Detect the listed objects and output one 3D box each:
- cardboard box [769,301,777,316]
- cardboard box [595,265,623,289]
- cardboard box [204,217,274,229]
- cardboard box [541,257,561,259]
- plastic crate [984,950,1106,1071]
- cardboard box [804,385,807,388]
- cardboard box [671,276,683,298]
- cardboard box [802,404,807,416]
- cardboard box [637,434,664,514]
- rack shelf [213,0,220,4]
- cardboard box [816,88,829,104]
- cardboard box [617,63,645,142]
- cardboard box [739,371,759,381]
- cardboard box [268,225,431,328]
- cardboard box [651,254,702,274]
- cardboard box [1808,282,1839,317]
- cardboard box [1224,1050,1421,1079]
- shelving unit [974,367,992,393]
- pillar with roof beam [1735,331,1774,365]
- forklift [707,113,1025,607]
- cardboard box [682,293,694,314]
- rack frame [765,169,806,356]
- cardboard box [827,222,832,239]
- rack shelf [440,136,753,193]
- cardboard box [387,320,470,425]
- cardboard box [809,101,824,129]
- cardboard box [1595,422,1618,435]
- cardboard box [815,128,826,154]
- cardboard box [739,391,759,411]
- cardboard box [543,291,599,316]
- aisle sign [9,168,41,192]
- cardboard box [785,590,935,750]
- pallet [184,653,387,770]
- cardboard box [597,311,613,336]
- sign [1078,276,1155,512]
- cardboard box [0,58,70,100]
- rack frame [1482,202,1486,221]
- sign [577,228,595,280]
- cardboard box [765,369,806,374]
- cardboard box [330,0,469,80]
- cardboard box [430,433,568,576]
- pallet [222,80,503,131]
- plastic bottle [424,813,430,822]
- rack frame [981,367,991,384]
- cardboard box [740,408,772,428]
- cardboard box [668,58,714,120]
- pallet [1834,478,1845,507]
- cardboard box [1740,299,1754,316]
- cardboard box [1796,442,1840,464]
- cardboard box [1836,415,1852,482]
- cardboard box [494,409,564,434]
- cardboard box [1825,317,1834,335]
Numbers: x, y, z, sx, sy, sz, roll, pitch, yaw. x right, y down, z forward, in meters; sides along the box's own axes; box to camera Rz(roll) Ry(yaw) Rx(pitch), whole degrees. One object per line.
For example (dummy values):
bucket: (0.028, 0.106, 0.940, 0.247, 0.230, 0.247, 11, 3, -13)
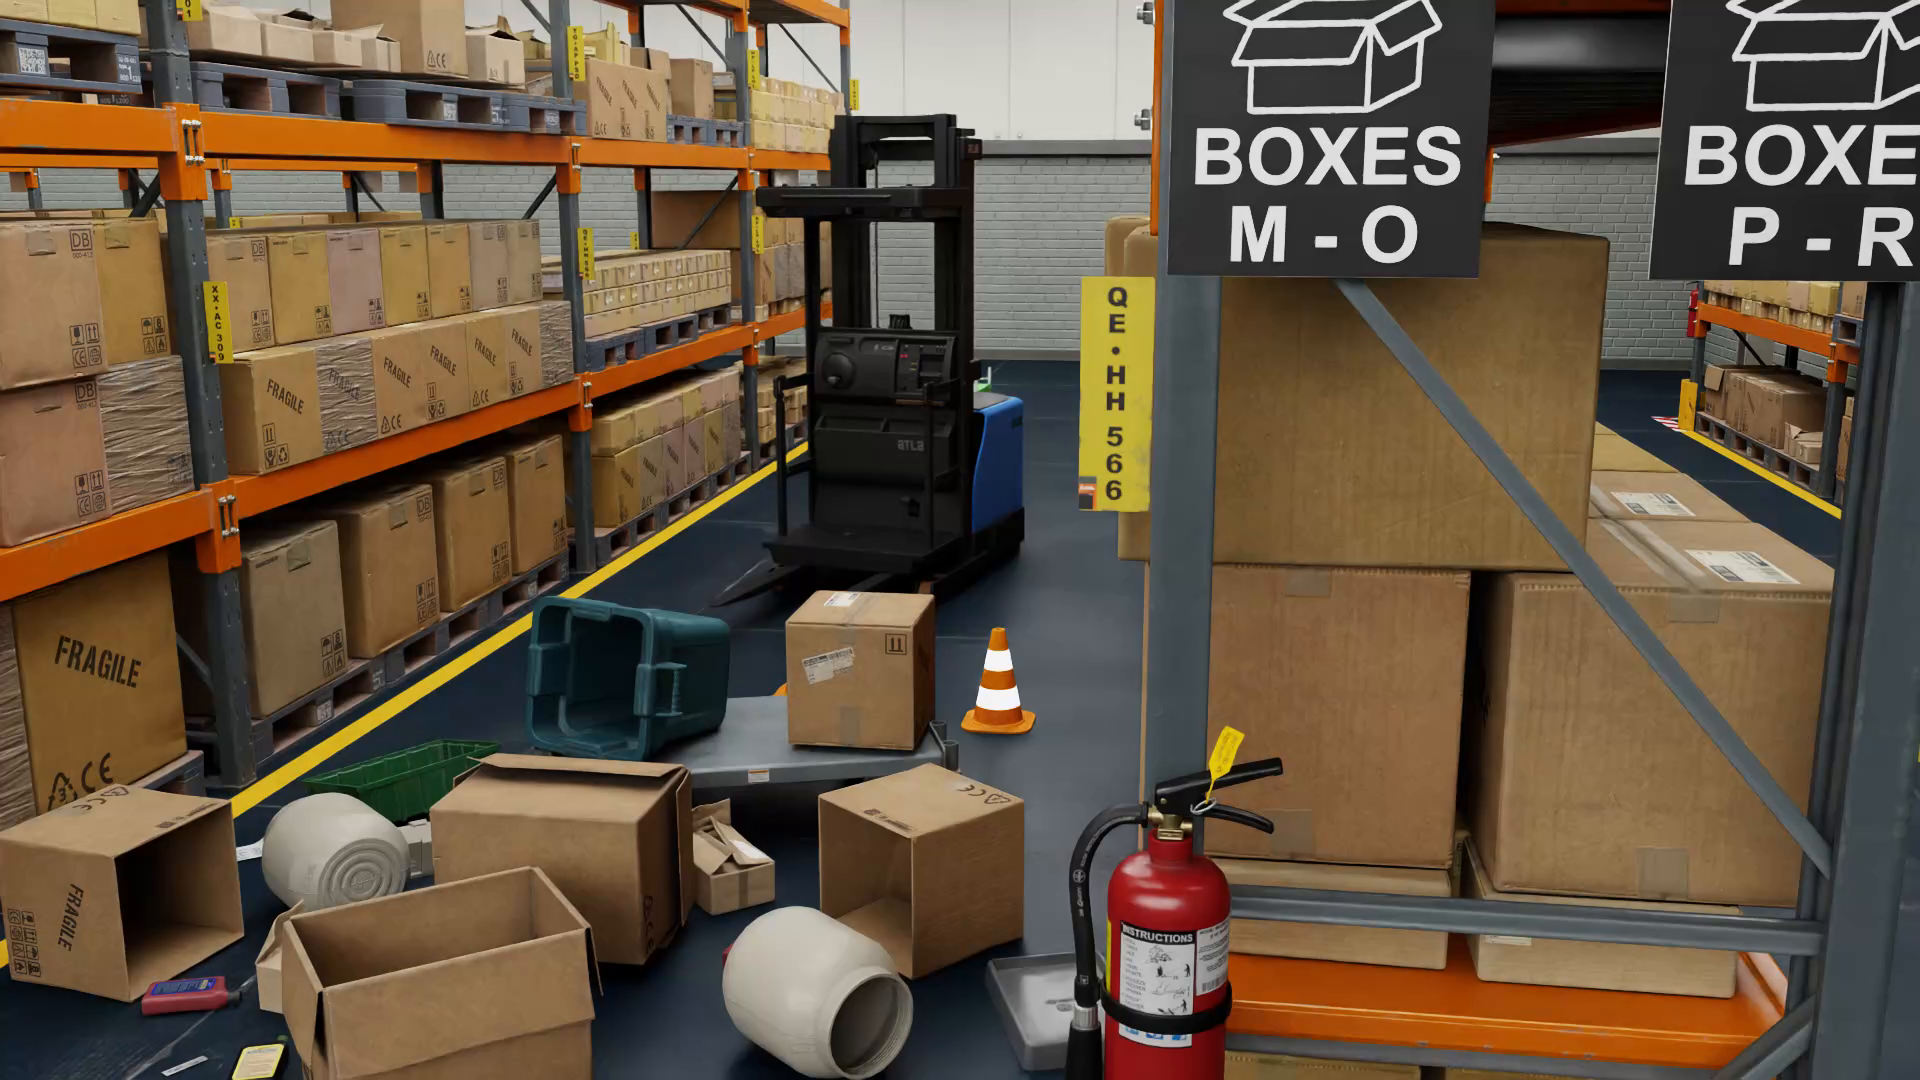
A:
cardboard box: (-1.930, -2.190, 15.632, 0.380, 0.149, 0.250, 1, 12, 6)
cardboard box: (-2.571, -1.832, 11.563, 0.380, 0.149, 0.250, 2, 12, 8)
cardboard box: (-6.859, -2.807, 15.766, 0.500, 0.500, 0.500, 2, 12, 9)
cardboard box: (-3.050, -2.076, 12.691, 0.380, 0.149, 0.250, 2, 12, 10)
plastic crate: (0.325, 1.437, 5.134, 0.402, 0.080, 0.583, -2, 12, -11)
cardboard box: (-1.686, -1.496, 16.880, 0.380, 0.149, 0.250, 3, 12, 11)
cardboard box: (-2.365, -1.959, 12.856, 0.380, 0.149, 0.250, 2, 12, 9)
cardboard box: (-1.689, -1.351, 16.910, 0.380, 0.149, 0.250, 2, 12, 10)
cardboard box: (-2.480, -0.489, 12.080, 0.500, 0.500, 0.500, 2, 12, 9)
rack shelf: (-6.877, -5.078, 16.854, 1.077, 0.370, 4.000, 2, 12, 9)
cardboard box: (-1.552, -4.521, 16.954, 0.380, 0.149, 0.250, 2, 12, 10)
cardboard box: (-2.494, -2.992, 11.399, 0.500, 0.500, 0.500, 2, 12, 9)
cardboard box: (-2.228, -1.602, 16.664, 0.380, 0.149, 0.250, 2, 12, 9)
cardboard box: (-3.225, -1.388, 8.703, 0.700, 0.500, 0.500, 2, 12, 8)
cardboard box: (-2.291, -2.214, 13.333, 0.380, 0.149, 0.250, 2, 12, 8)
cardboard box: (7.350, -1.981, 13.717, 0.500, 0.250, 0.500, 2, 12, 10)
cardboard box: (0.627, 1.140, 3.335, 0.500, 0.500, 0.500, 2, 12, 9)
shelving unit: (0.057, -0.632, 12.079, 0.258, 1.200, 0.503, 3, 12, 12)
pillar with roof beam: (5.179, -6.232, 19.552, 9.100, 9.000, 0.400, 2, 12, 9)
forklift: (-0.553, -1.124, 10.251, 1.130, 2.935, 3.031, 5, 13, 21)
cardboard box: (-2.321, -1.872, 13.159, 0.380, 0.149, 0.250, 1, 12, 6)
rack frame: (-1.684, -2.927, 18.457, 1.000, 3.000, 0.127, 2, 12, 9)
cardboard box: (-1.587, -3.402, 17.341, 0.500, 0.500, 0.500, 1, 12, 7)
rack shelf: (-2.607, -2.793, 12.421, 1.077, 0.370, 4.000, 2, 12, 9)
cardboard box: (-2.948, -0.894, 8.784, 0.500, 0.500, 0.500, 2, 12, 10)
cardboard box: (-1.663, -4.248, 16.632, 0.500, 0.250, 0.500, 2, 12, 9)
cardboard box: (1.332, -0.061, 4.215, 0.500, 0.500, 0.500, 2, 12, 7)
cardboard box: (-1.654, -4.008, 16.707, 0.500, 0.250, 0.500, 2, 12, 11)
cardboard box: (-2.042, -1.262, 15.088, 0.380, 0.149, 0.250, 2, 12, 11)
cardboard box: (-2.642, -1.584, 11.117, 0.380, 0.149, 0.250, 2, 12, 11)
aisle sign: (-11.163, -4.546, 19.797, 0.394, 0.787, 0.004, 2, 12, 9)
cardboard box: (-0.387, 0.510, 6.642, 0.500, 0.500, 0.500, 2, 12, 9)
pallet: (-3.486, 0.771, 7.916, 1.003, 0.211, 1.213, 2, 12, 9)
cardboard box: (-2.605, -1.487, 11.373, 0.380, 0.149, 0.250, 2, 12, 11)
sign: (0.216, -0.200, 2.303, 0.100, 0.325, 0.005, 2, 12, 9)
cardboard box: (-7.507, -3.592, 13.178, 0.797, 0.503, 0.637, 2, 12, 8)
rack frame: (1.377, -0.290, 6.219, 1.000, 3.000, 0.127, 2, 12, 9)
sign: (-2.366, -1.811, 10.527, 0.100, 0.325, 0.005, 2, 12, 9)
cardboard box: (-1.764, -1.642, 16.851, 0.380, 0.149, 0.250, 1, 12, 7)
cardboard box: (-2.905, -2.661, 8.627, 0.500, 0.500, 0.500, 2, 12, 9)
cardboard box: (-3.097, -0.244, 10.348, 1.050, 0.750, 0.750, 2, 12, 8)
pallet: (-3.130, -2.267, 8.723, 1.003, 0.211, 1.213, 2, 12, 11)
plastic bottle: (-2.081, 1.113, 6.682, 0.133, 0.061, 0.283, -5, 13, -21)
rack frame: (0.109, -0.682, 12.312, 0.240, 1.200, 0.015, 3, 12, 12)
cardboard box: (-1.928, -1.117, 15.120, 0.380, 0.149, 0.250, 2, 12, 11)
cardboard box: (-2.466, -3.740, 13.873, 0.700, 0.500, 0.500, 2, 12, 9)
pallet: (7.425, -0.262, 12.706, 1.003, 0.211, 1.213, 2, 12, 9)
cardboard box: (7.559, -2.179, 15.581, 0.380, 0.149, 0.250, 2, 12, 7)
cardboard box: (7.308, -0.732, 14.042, 0.380, 0.149, 0.250, 2, 12, 7)
cardboard box: (7.216, -0.685, 12.990, 0.500, 0.500, 0.500, 2, 12, 11)
cardboard box: (-3.069, -0.763, 11.570, 0.500, 0.250, 0.500, 2, 12, 7)
cardboard box: (7.312, -1.747, 13.577, 0.380, 0.149, 0.250, 2, 12, 9)
